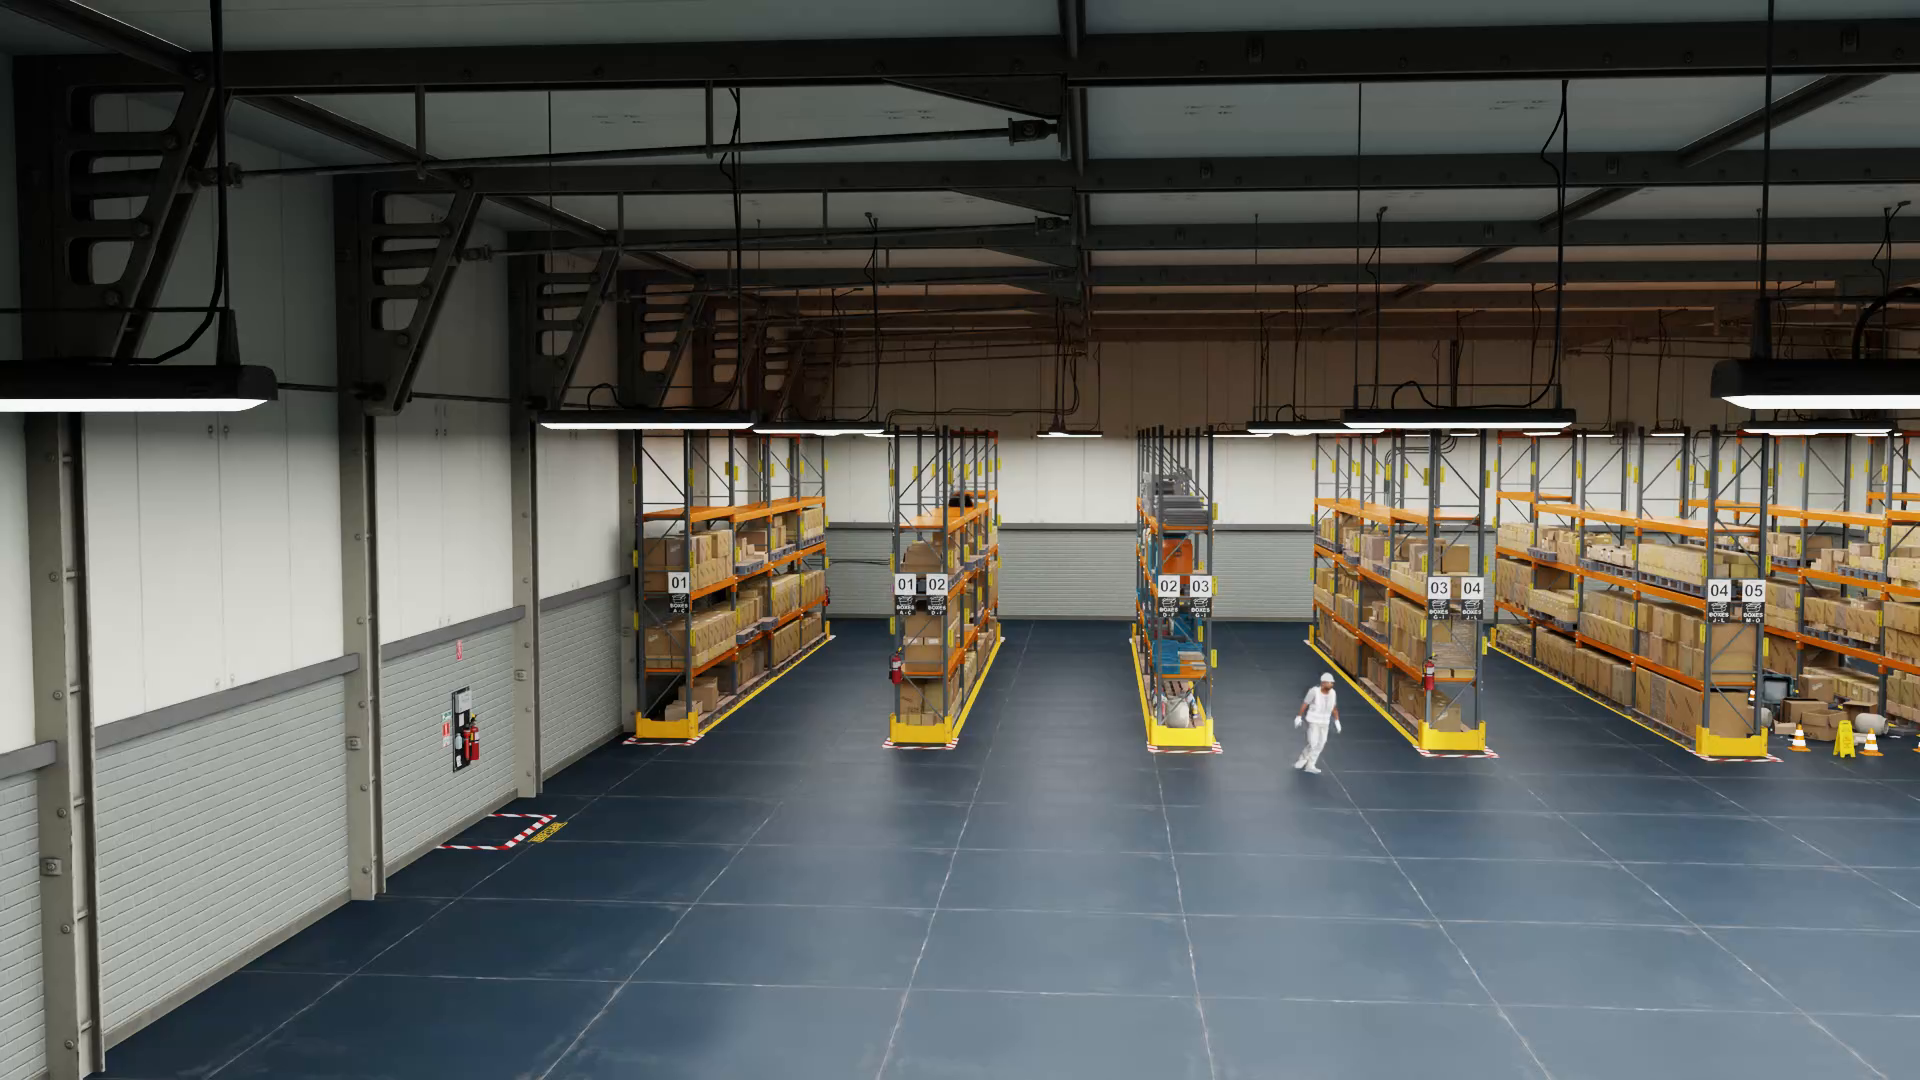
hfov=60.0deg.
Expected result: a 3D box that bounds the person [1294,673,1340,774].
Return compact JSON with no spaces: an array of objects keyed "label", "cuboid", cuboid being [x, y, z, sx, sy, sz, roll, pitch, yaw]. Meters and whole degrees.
[{"label":"person","cuboid":[6.129,3.141,28.546,0.701,1.746,0.562,-2,4,-25]}]

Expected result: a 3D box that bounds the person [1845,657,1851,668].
[{"label":"person","cuboid":[21.622,2.462,40.973,0.603,1.624,0.780,0,3,-7]}]

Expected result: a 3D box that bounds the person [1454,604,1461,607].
[{"label":"person","cuboid":[13.615,2.207,46.171,0.670,1.510,0.511,2,4,25]}]
